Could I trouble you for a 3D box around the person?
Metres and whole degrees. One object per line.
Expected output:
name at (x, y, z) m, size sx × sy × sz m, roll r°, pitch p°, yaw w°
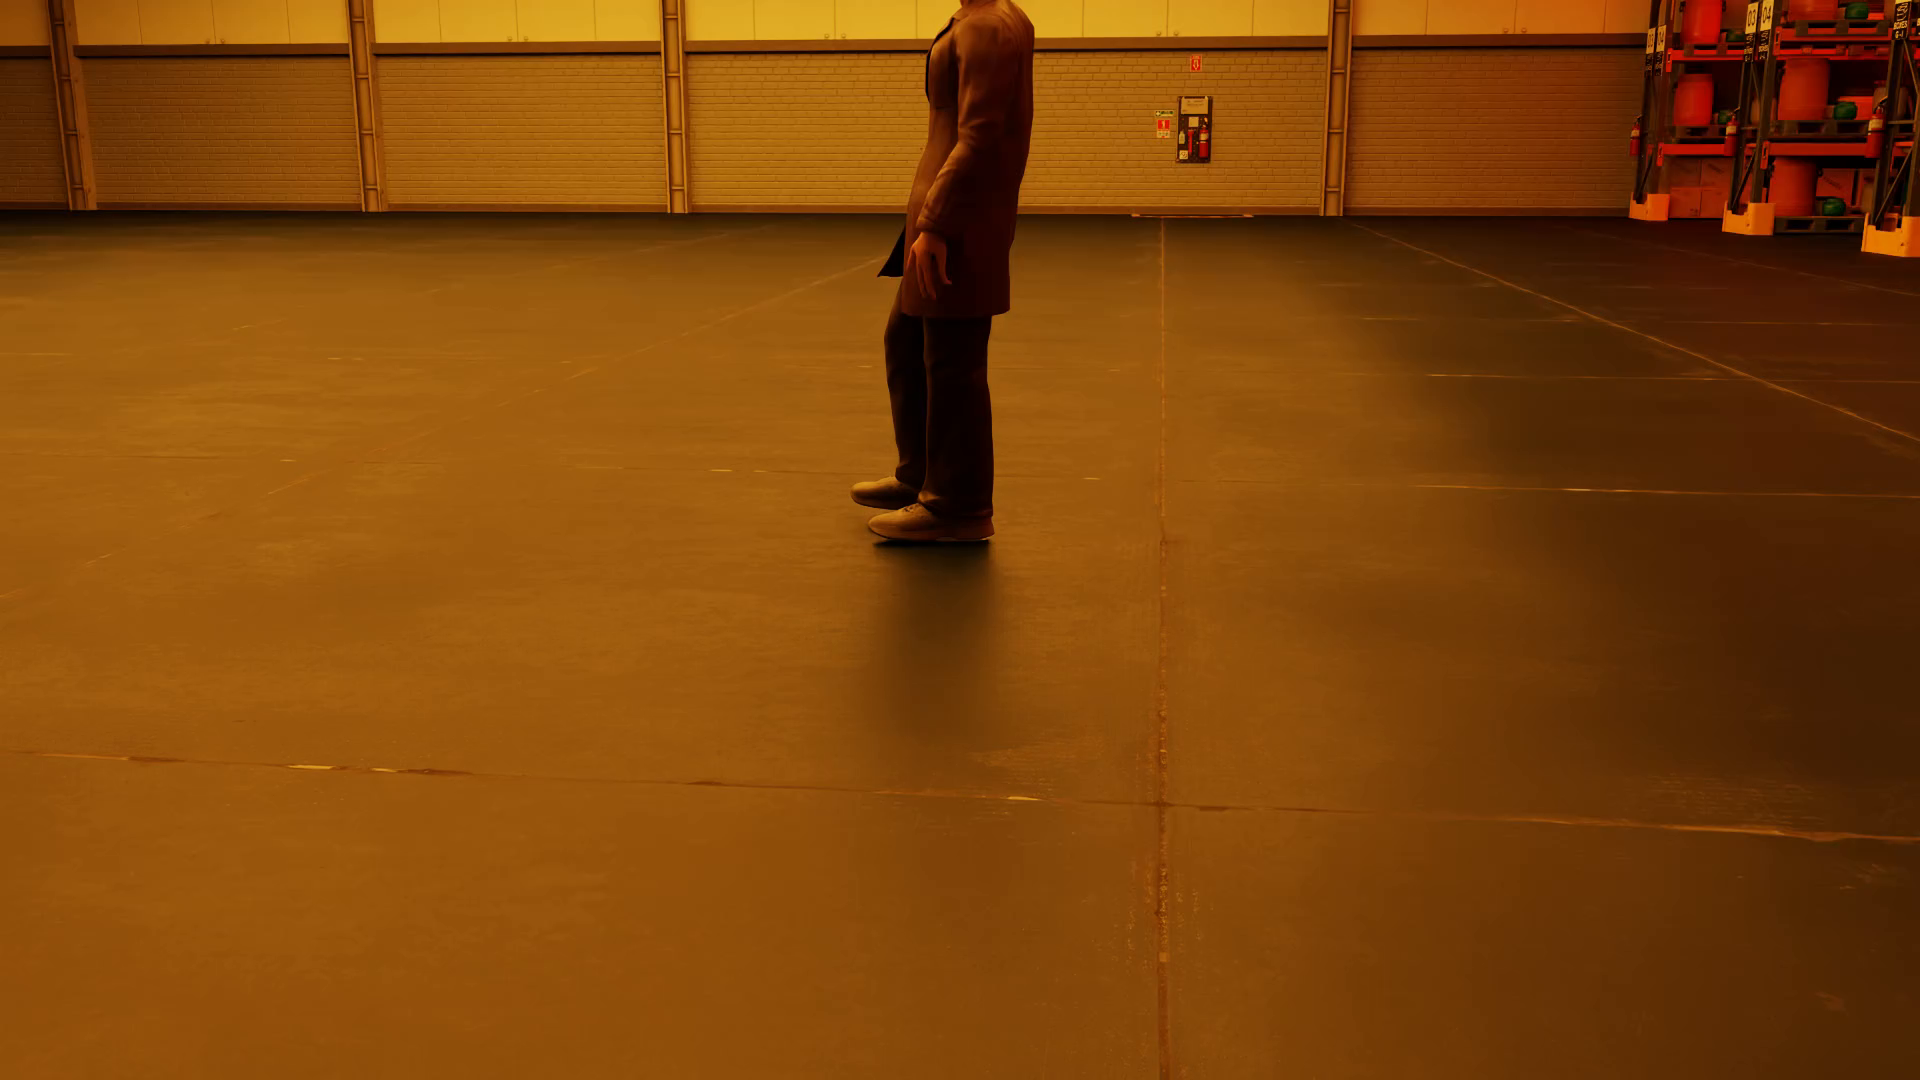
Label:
person at (-0.090, -0.876, 4.758) m, size 0.583 × 1.775 × 0.696 m, roll 2°, pitch 13°, yaw 7°
